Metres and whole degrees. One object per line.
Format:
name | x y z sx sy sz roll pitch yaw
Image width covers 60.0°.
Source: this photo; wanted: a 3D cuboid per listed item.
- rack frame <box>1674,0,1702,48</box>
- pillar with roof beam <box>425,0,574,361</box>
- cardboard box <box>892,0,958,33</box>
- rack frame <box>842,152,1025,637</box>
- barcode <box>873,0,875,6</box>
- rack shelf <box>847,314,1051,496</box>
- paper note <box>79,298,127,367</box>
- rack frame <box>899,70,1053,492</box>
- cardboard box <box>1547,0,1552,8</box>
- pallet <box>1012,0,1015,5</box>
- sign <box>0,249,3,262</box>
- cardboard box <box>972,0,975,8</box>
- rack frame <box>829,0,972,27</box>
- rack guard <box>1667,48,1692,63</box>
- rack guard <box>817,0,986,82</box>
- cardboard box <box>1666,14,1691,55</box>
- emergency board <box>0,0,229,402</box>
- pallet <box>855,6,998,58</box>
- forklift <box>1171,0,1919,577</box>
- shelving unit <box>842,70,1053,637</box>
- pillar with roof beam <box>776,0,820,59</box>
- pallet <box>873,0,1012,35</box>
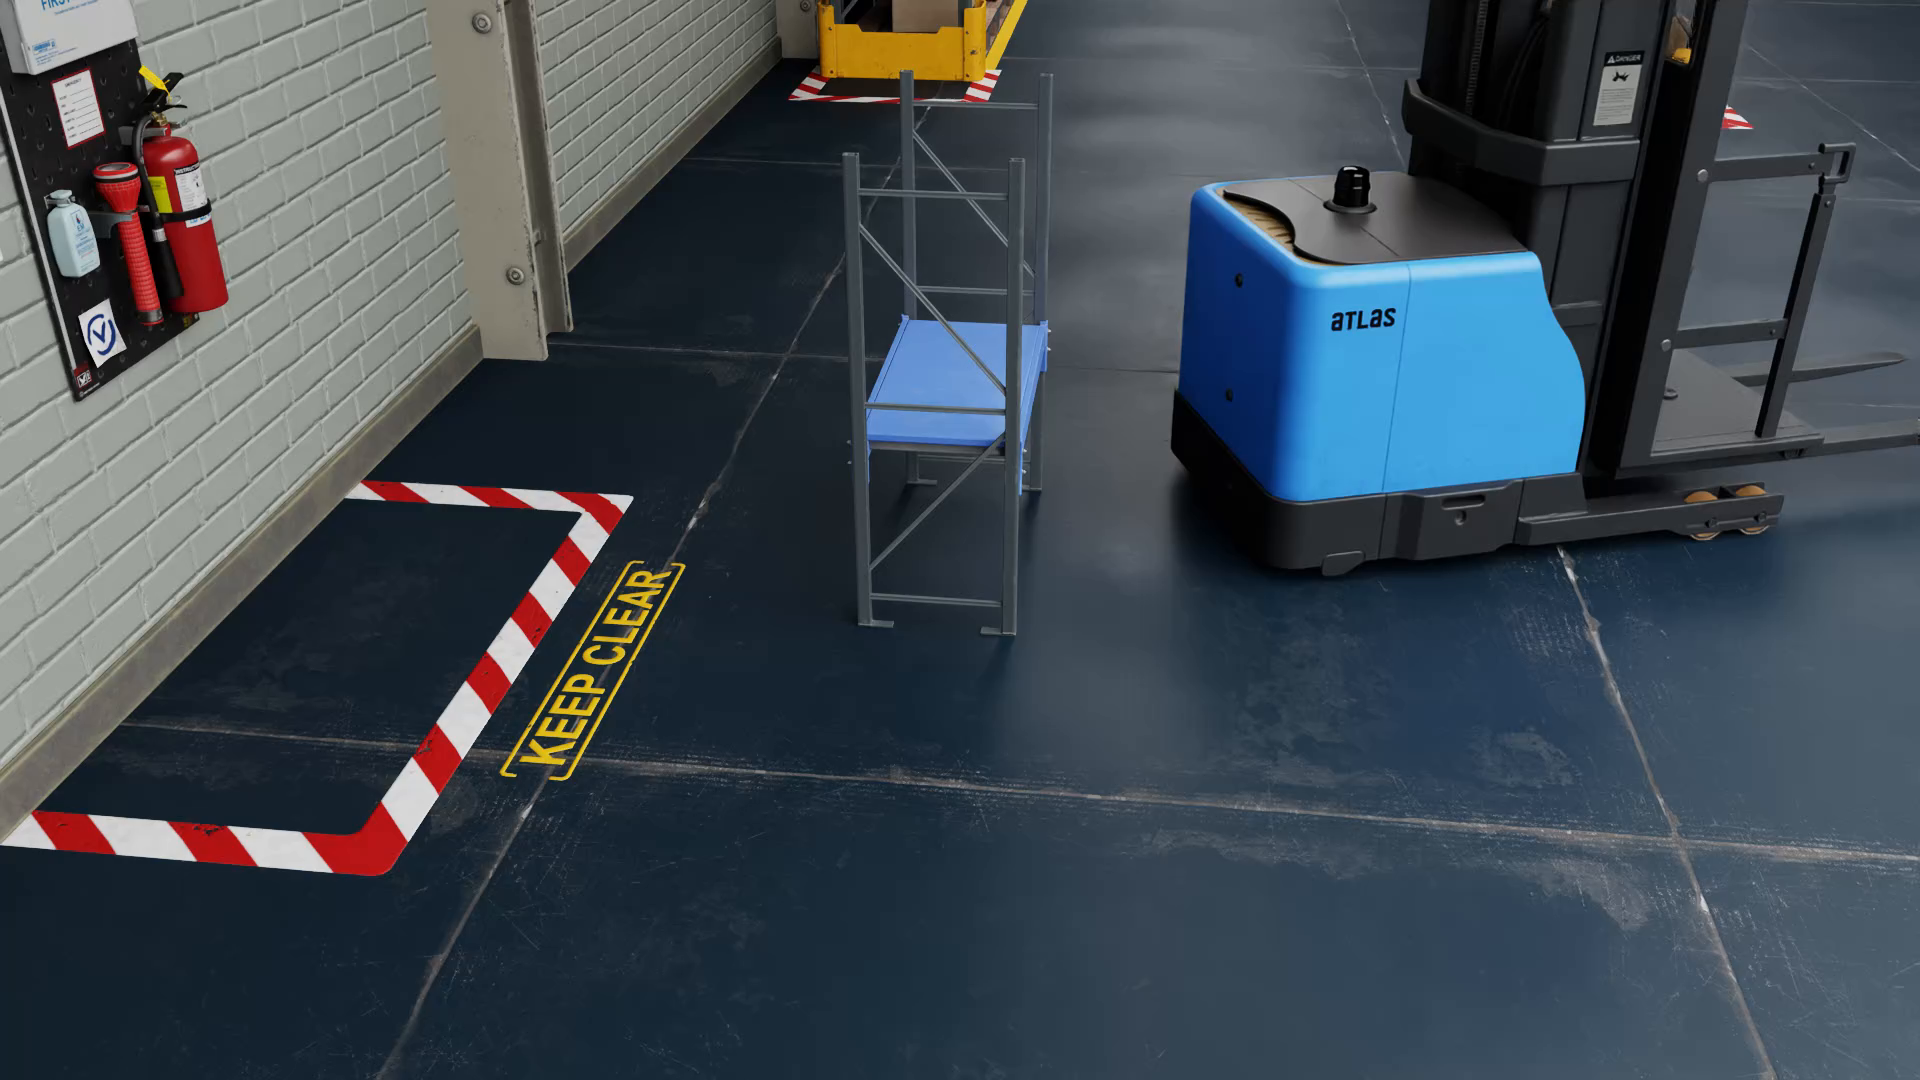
rack frame | 4.498 -4.357 10.674 1.000 3.000 0.127 3 28 6
pillar with roof beam | 2.346 -4.589 4.780 9.100 9.000 0.400 3 28 6
cardboard box | -0.245 -3.973 12.333 0.500 0.311 0.500 0 28 0
rack frame | -0.073 -0.381 4.876 0.500 1.500 0.032 3 28 6
barcode | -0.639 -4.009 12.390 0.001 0.075 0.075 3 28 6
rack shelf | -0.010 -0.462 5.405 0.538 0.185 1.000 3 28 6
paper note | -2.357 -0.570 4.574 0.016 0.148 0.142 3 28 6
rack frame | 0.052 -0.859 5.764 0.500 1.500 0.032 3 28 6
cardboard box | 4.269 -3.931 11.549 0.500 0.500 0.500 3 28 6
pallet | 0.024 -4.980 14.771 1.003 0.211 1.213 3 28 6
sign | -2.437 -0.799 4.032 0.001 0.329 0.234 3 28 6
cardboard box | -0.175 -4.242 12.831 0.500 0.311 0.500 6 29 10
rack frame | -0.419 -4.643 11.205 1.000 3.000 0.127 3 28 6
rack guard | 4.495 -3.245 11.246 1.175 0.500 0.348 3 28 6
rack guard | -0.409 -3.578 11.864 1.175 0.500 0.348 3 28 6
cardboard box | 4.785 -3.570 11.671 0.500 0.250 0.500 3 28 6
emergency board | -2.267 -1.037 4.513 0.194 1.169 0.643 3 28 6
pallet | -0.275 -3.831 12.639 1.003 0.211 1.213 3 28 6
forklift | 2.362 -1.526 5.492 3.031 2.935 1.130 -6 29 -12
shelving unit | -0.010 -0.620 5.320 0.538 1.500 1.048 3 28 6
pillar with roof beam | 3.081 -7.413 10.023 9.100 9.000 0.400 3 28 6
pallet | -0.123 -4.404 13.702 1.003 0.211 1.213 3 28 6
